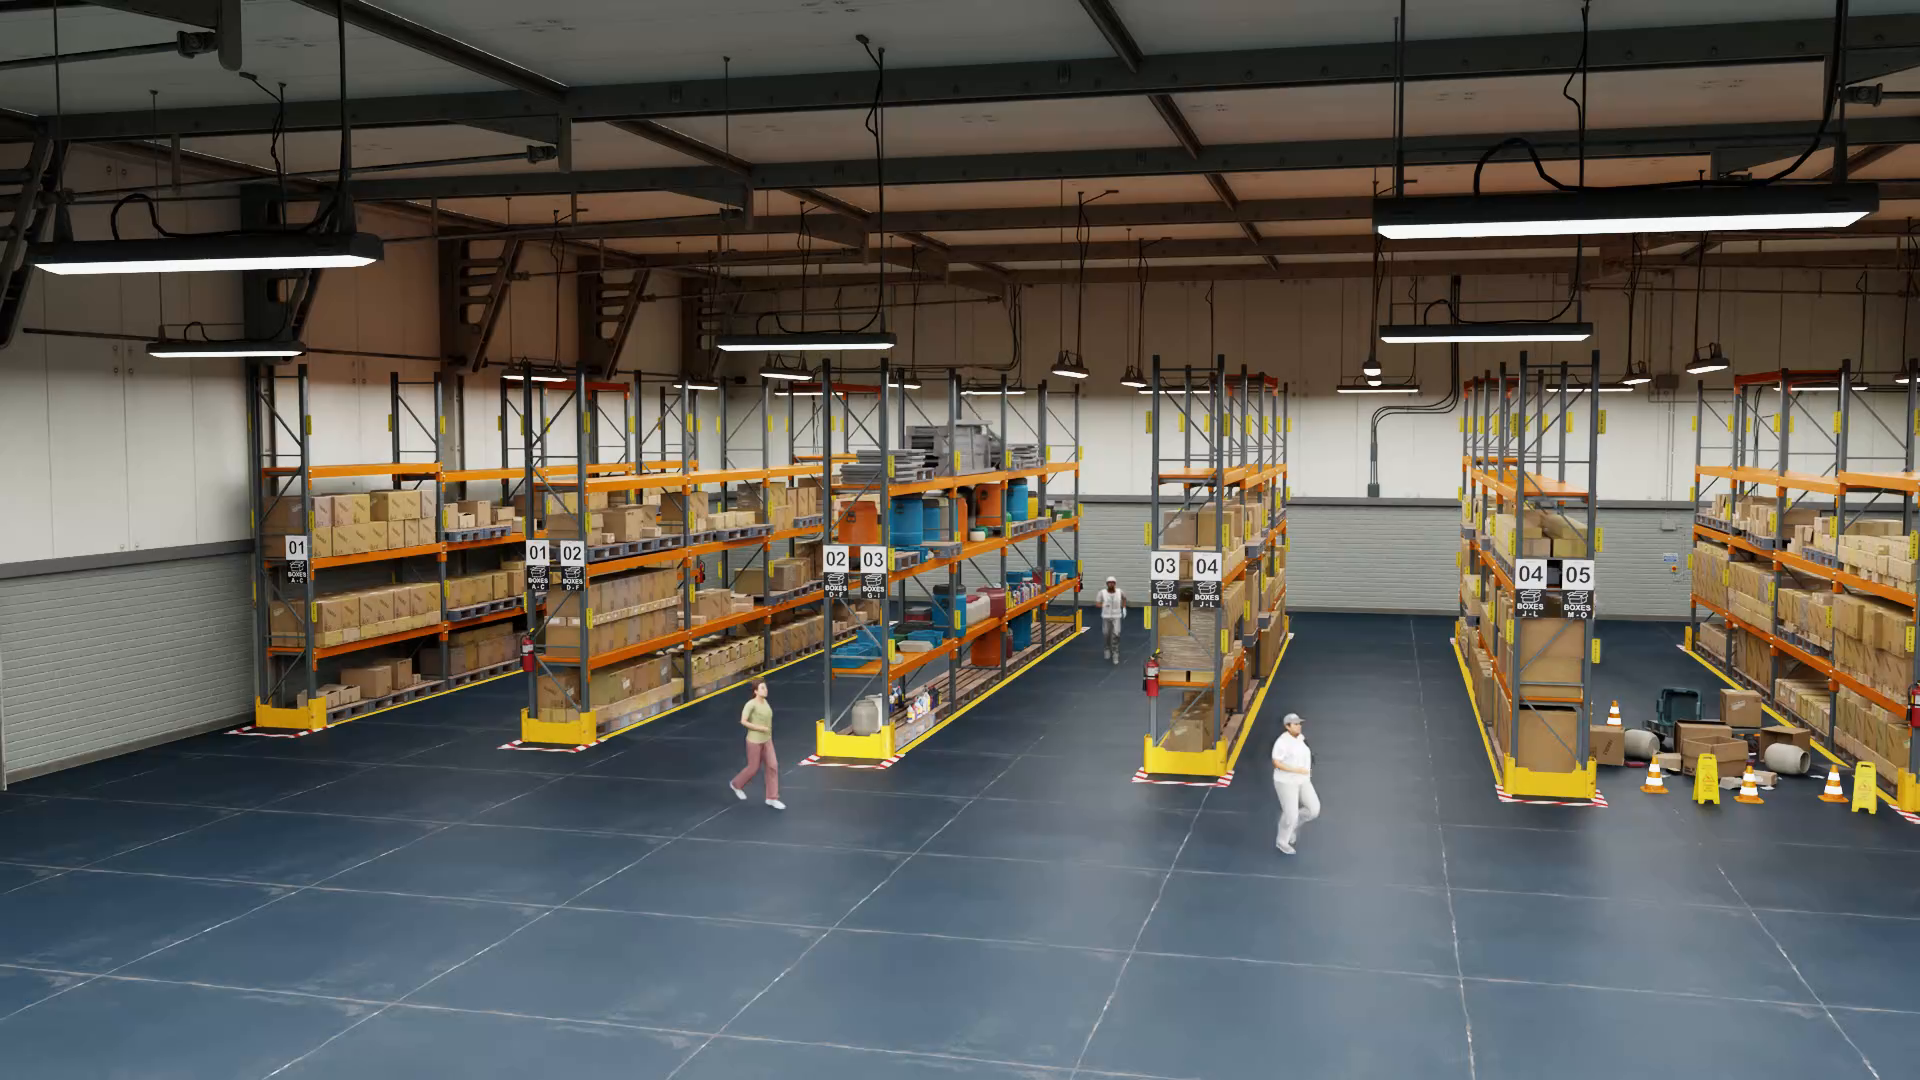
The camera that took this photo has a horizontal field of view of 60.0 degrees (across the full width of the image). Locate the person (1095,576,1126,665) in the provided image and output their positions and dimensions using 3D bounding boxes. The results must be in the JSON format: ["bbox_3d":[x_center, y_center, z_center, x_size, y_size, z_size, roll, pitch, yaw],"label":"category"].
[{"bbox_3d":[3.180,1.688,35.117,0.673,1.858,0.821,0,4,3],"label":"person"}]

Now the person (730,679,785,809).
[{"bbox_3d":[-2.671,2.661,21.859,0.899,1.676,0.576,3,5,36],"label":"person"}]

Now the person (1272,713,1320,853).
[{"bbox_3d":[3.933,2.844,19.457,0.657,1.637,0.527,-3,5,-40],"label":"person"}]
